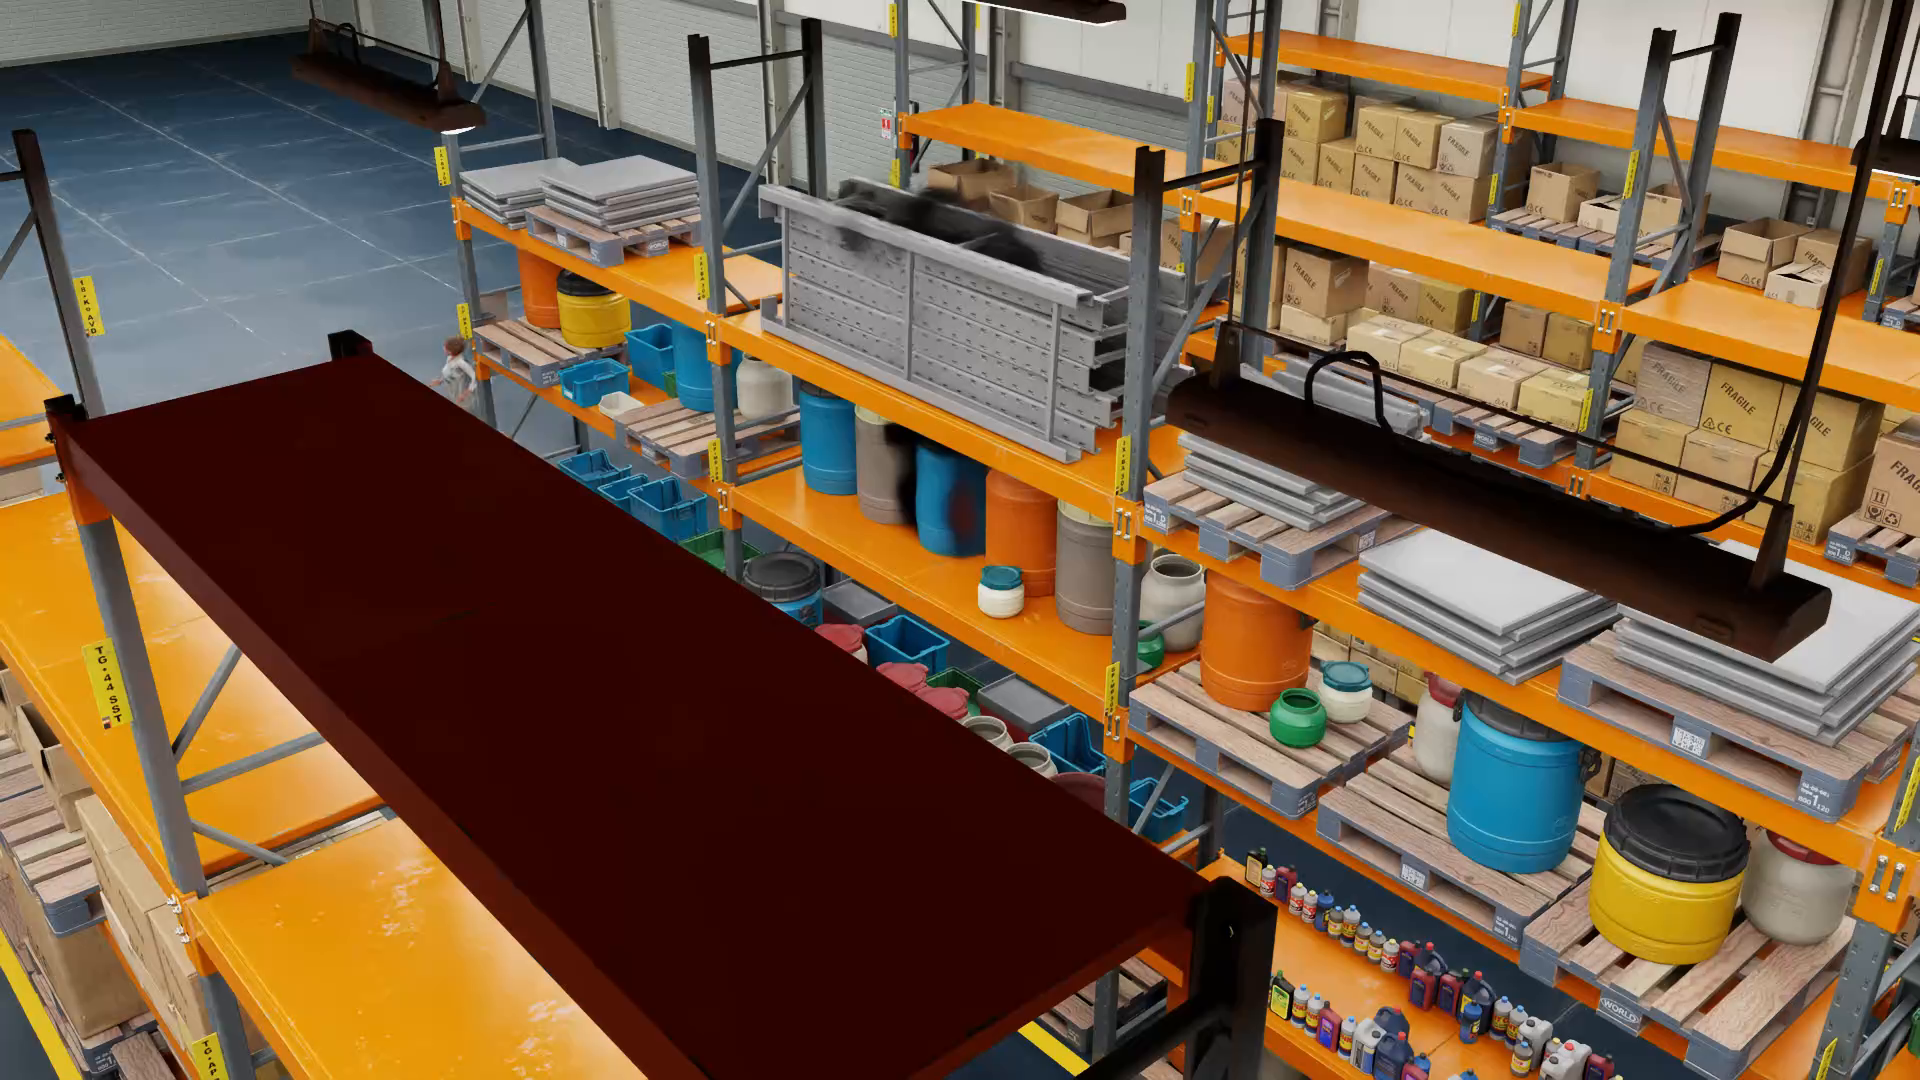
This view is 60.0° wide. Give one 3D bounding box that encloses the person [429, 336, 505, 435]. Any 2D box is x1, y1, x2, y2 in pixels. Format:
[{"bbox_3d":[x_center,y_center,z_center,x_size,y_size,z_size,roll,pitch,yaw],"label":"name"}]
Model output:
[{"bbox_3d":[-5.627,-1.549,18.868,0.872,1.569,0.540,-10,29,-19],"label":"person"}]
